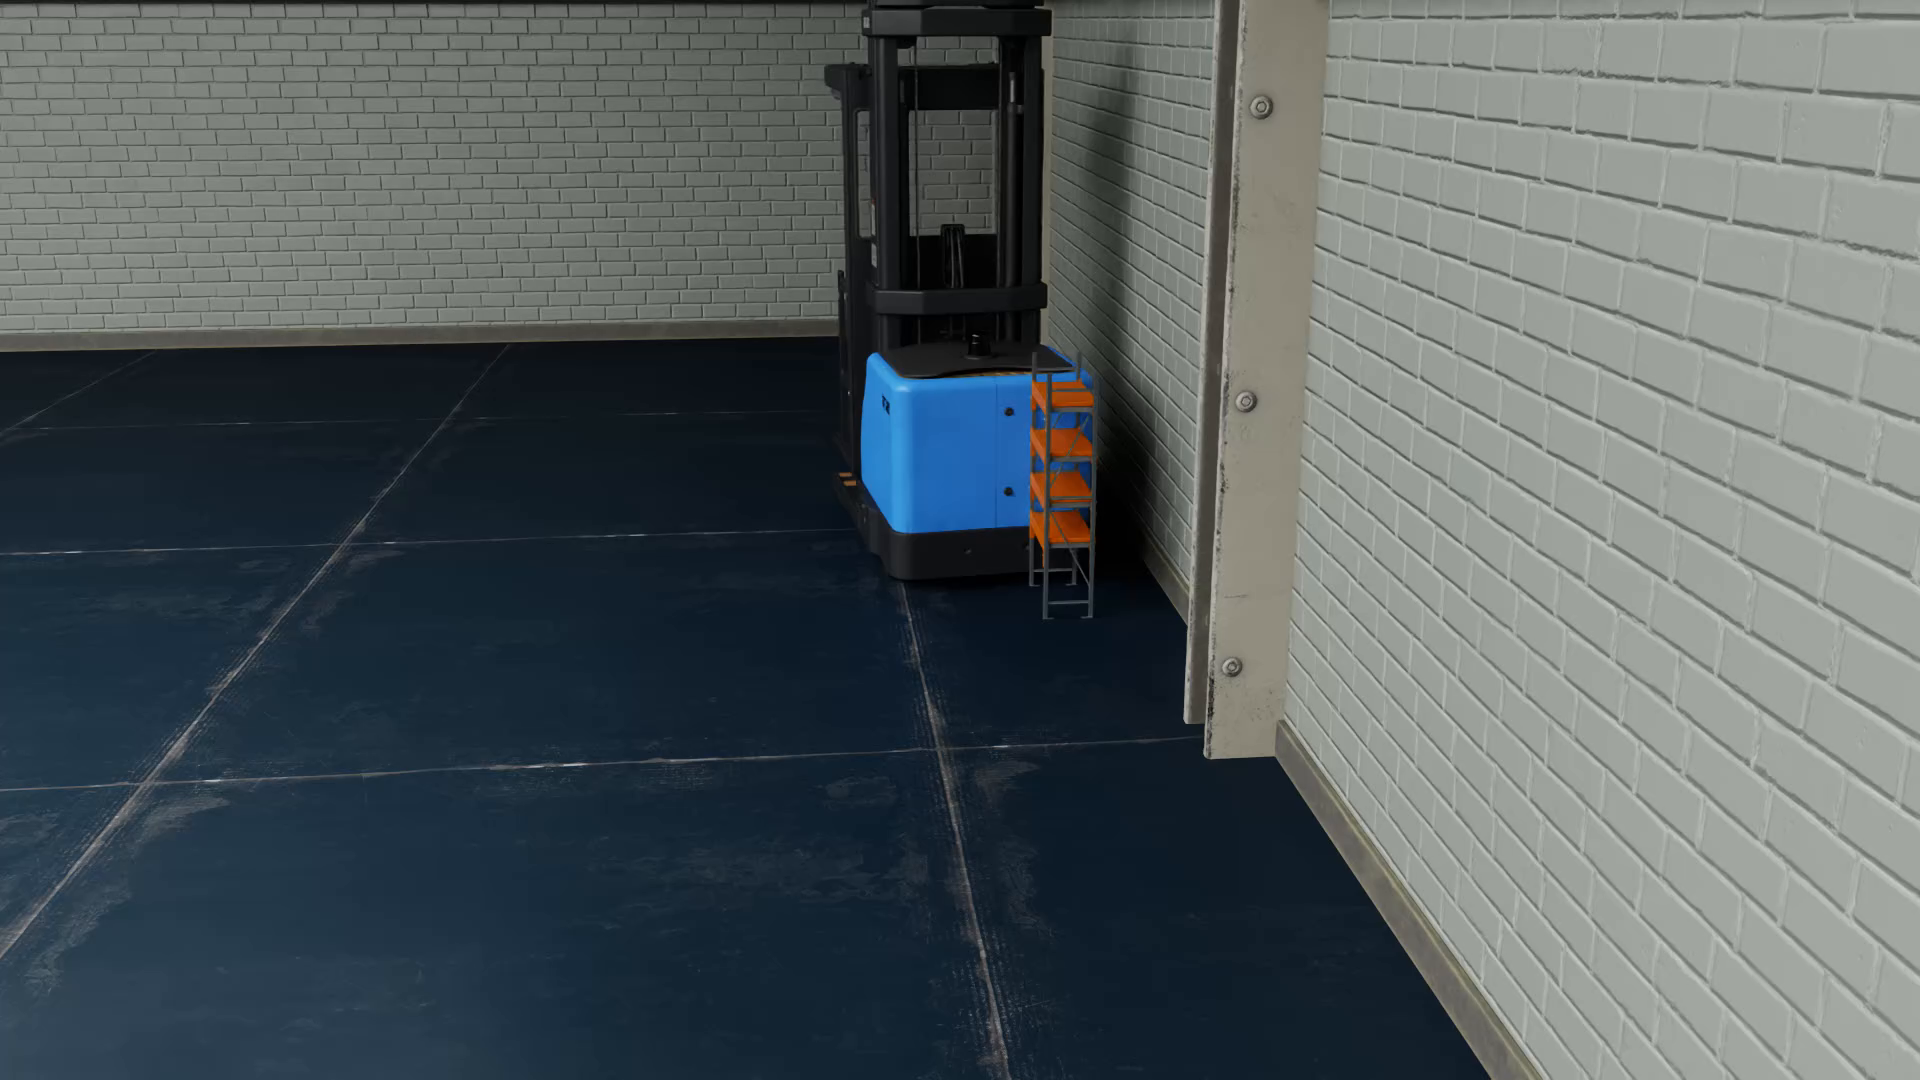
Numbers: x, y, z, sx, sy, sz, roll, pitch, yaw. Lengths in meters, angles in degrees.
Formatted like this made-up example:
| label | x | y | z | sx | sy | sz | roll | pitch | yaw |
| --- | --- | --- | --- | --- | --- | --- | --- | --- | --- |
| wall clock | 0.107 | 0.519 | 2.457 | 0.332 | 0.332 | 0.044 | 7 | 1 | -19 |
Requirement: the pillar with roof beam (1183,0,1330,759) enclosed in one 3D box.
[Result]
| label | x | y | z | sx | sy | sz | roll | pitch | yaw |
| --- | --- | --- | --- | --- | --- | --- | --- | --- | --- |
| pillar with roof beam | -3.190 | -3.373 | 4.896 | 9.100 | 9.000 | 0.400 | -2 | 18 | -6 |

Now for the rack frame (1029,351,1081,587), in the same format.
| label | x | y | z | sx | sy | sz | roll | pitch | yaw |
| --- | --- | --- | --- | --- | --- | --- | --- | --- | --- |
| rack frame | 0.470 | -0.341 | 8.259 | 0.240 | 1.200 | 0.015 | -2 | 18 | -5 |

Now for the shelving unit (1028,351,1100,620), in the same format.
| label | x | y | z | sx | sy | sz | roll | pitch | yaw |
| --- | --- | --- | --- | --- | --- | --- | --- | --- | --- |
| shelving unit | 0.494 | -0.268 | 8.027 | 0.258 | 1.200 | 0.503 | -2 | 18 | -5 |

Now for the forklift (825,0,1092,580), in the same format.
| label | x | y | z | sx | sy | sz | roll | pitch | yaw |
| --- | --- | --- | --- | --- | --- | --- | --- | --- | --- |
| forklift | -0.141 | -1.600 | 9.380 | 1.130 | 2.935 | 3.031 | -4 | 18 | -12 |

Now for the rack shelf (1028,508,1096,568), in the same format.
| label | x | y | z | sx | sy | sz | roll | pitch | yaw |
| --- | --- | --- | --- | --- | --- | --- | --- | --- | --- |
| rack shelf | 0.494 | -0.014 | 8.107 | 0.258 | 0.148 | 0.480 | -2 | 18 | -5 |

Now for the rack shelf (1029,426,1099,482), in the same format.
| label | x | y | z | sx | sy | sz | roll | pitch | yaw |
| --- | --- | --- | --- | --- | --- | --- | --- | --- | --- |
| rack shelf | 0.494 | -0.417 | 7.980 | 0.258 | 0.148 | 0.480 | -2 | 18 | -5 |

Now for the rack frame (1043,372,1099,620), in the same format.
| label | x | y | z | sx | sy | sz | roll | pitch | yaw |
| --- | --- | --- | --- | --- | --- | --- | --- | --- | --- |
| rack frame | 0.518 | -0.195 | 7.795 | 0.240 | 1.200 | 0.015 | -2 | 18 | -5 |

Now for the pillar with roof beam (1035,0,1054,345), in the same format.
| label | x | y | z | sx | sy | sz | roll | pitch | yaw |
| --- | --- | --- | --- | --- | --- | --- | --- | --- | --- |
| pillar with roof beam | -3.809 | -5.160 | 10.590 | 9.100 | 9.000 | 0.400 | -2 | 18 | -6 |

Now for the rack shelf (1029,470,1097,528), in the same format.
| label | x | y | z | sx | sy | sz | roll | pitch | yaw |
| --- | --- | --- | --- | --- | --- | --- | --- | --- | --- |
| rack shelf | 0.494 | -0.204 | 8.047 | 0.258 | 0.148 | 0.480 | -2 | 18 | -5 |

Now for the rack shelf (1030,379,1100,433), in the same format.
| label | x | y | z | sx | sy | sz | roll | pitch | yaw |
| --- | --- | --- | --- | --- | --- | --- | --- | --- | --- |
| rack shelf | 0.494 | -0.643 | 7.909 | 0.258 | 0.148 | 0.480 | -2 | 18 | -5 |
